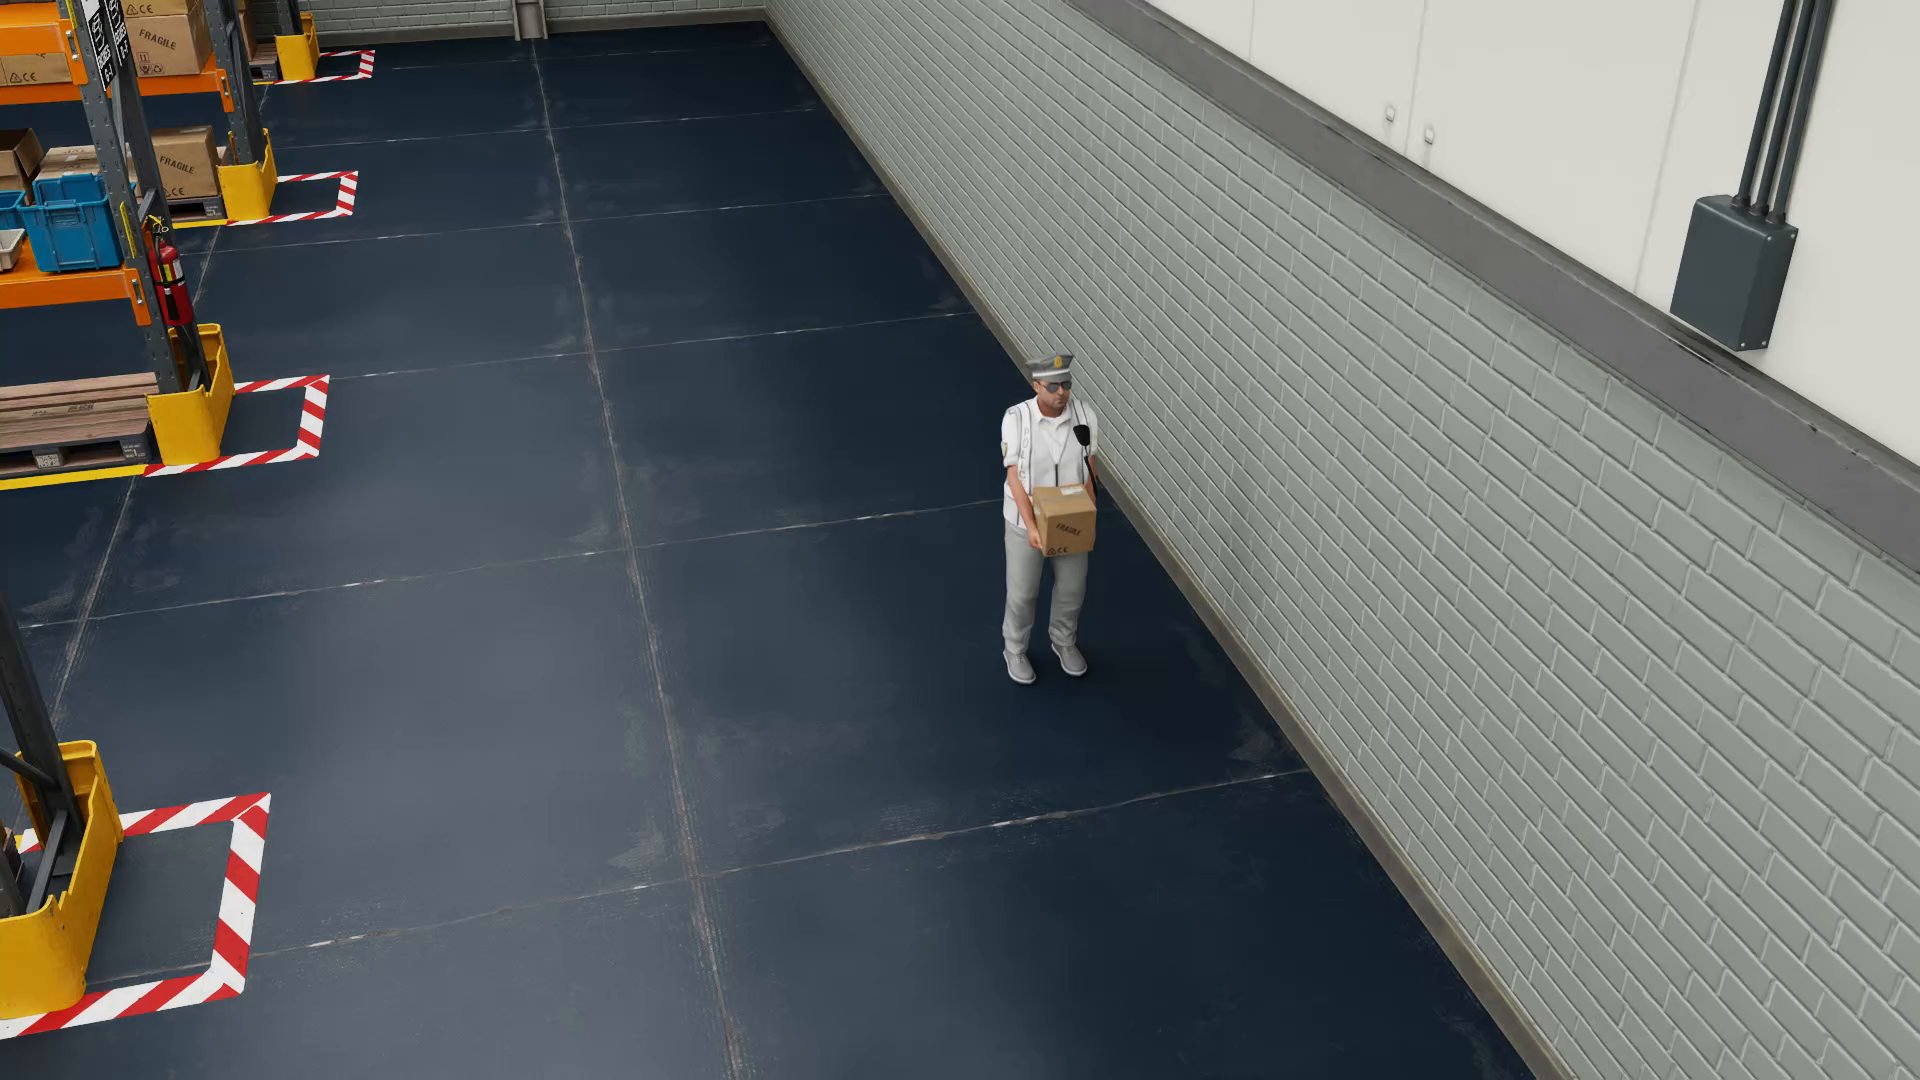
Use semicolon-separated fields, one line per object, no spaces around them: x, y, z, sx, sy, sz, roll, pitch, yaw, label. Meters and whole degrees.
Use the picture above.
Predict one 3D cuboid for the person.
0.473;-0.086;8.364;0.494;1.766;0.565;-7;31;-12;person
